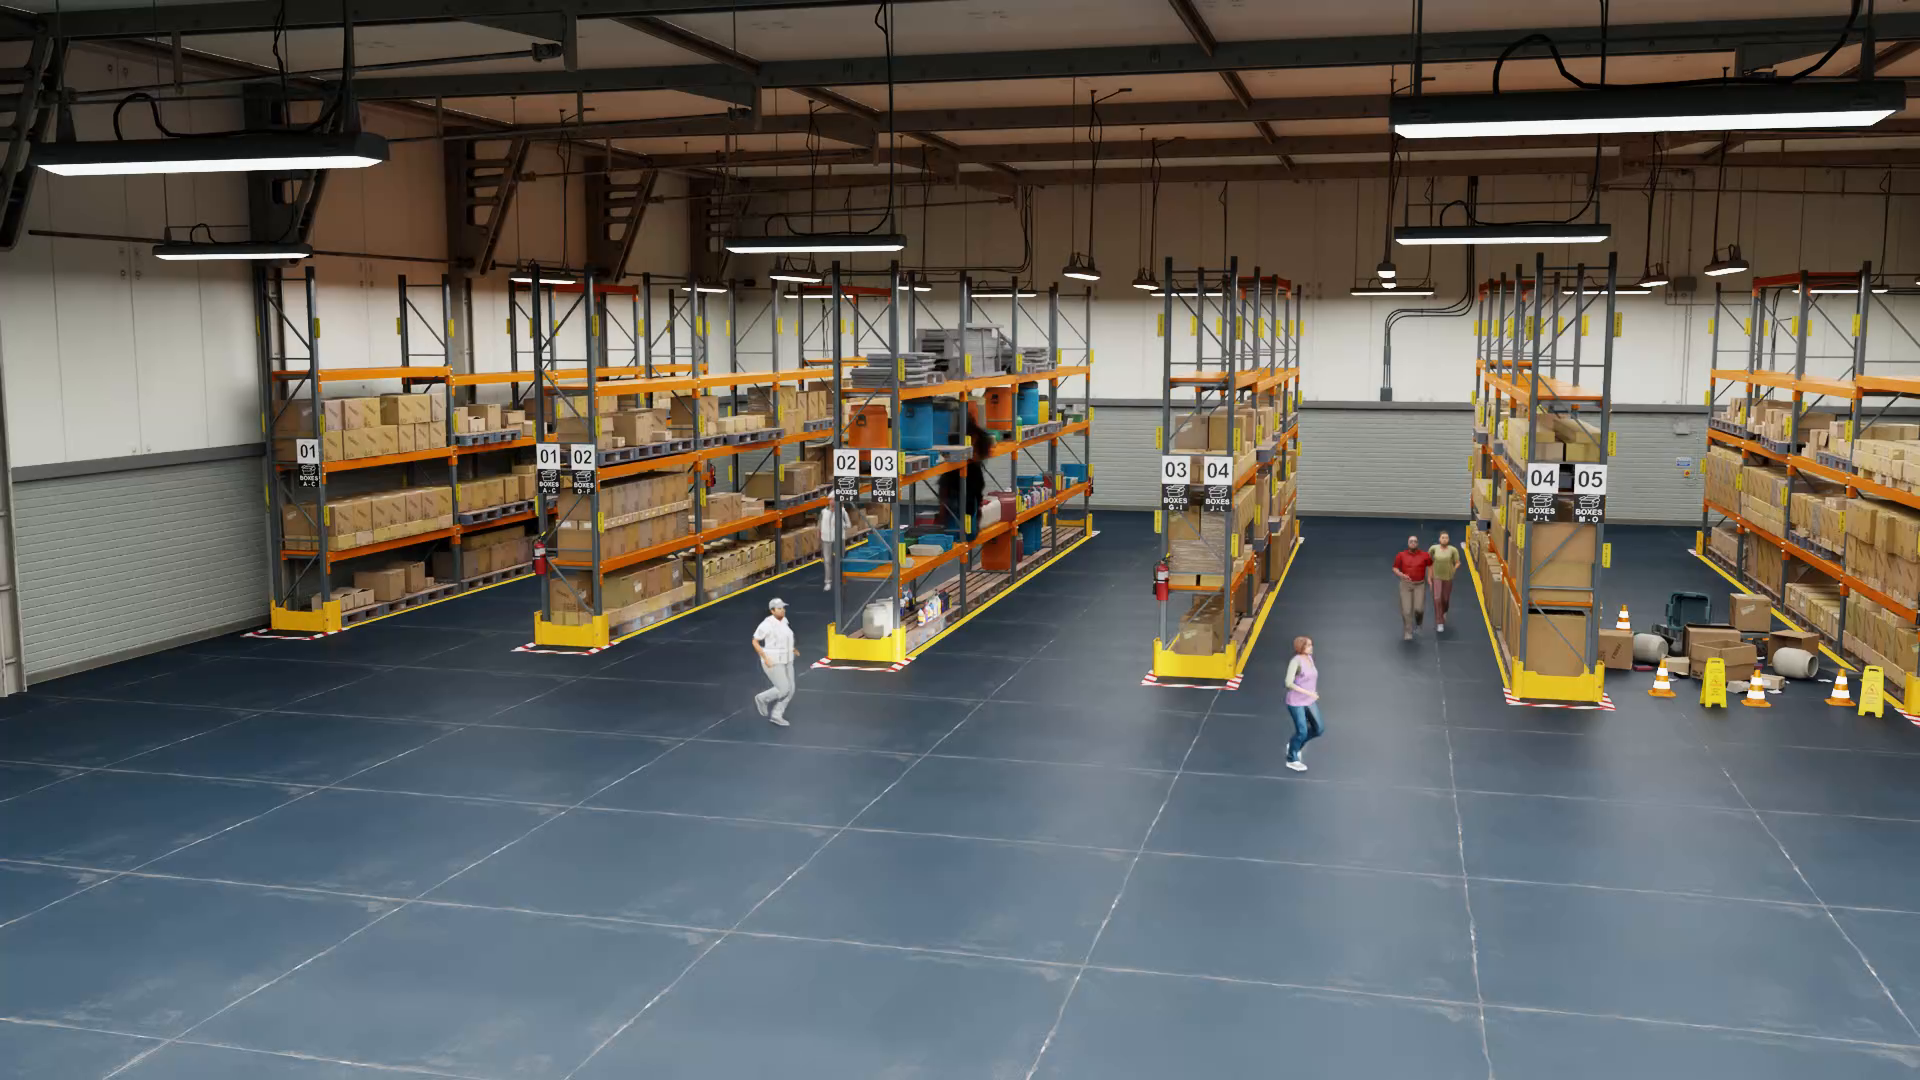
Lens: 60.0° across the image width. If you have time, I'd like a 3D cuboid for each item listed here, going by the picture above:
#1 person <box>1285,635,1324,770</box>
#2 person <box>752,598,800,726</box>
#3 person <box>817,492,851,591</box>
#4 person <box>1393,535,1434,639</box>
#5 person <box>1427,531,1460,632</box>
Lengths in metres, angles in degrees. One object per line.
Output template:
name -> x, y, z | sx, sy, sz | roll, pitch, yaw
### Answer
person -> 3.885, 1.849, 18.792 | 0.540, 1.561, 0.520 | -7, 10, -44
person -> -2.300, 1.546, 21.062 | 0.549, 1.627, 0.607 | 5, 9, 34
person -> -2.302, 0.022, 30.174 | 0.667, 1.789, 0.852 | 1, 7, 10
person -> 7.290, 0.774, 26.762 | 0.652, 1.687, 0.602 | 2, 7, 14
person -> 8.095, 0.651, 27.894 | 0.552, 1.660, 0.930 | 2, 7, 13
